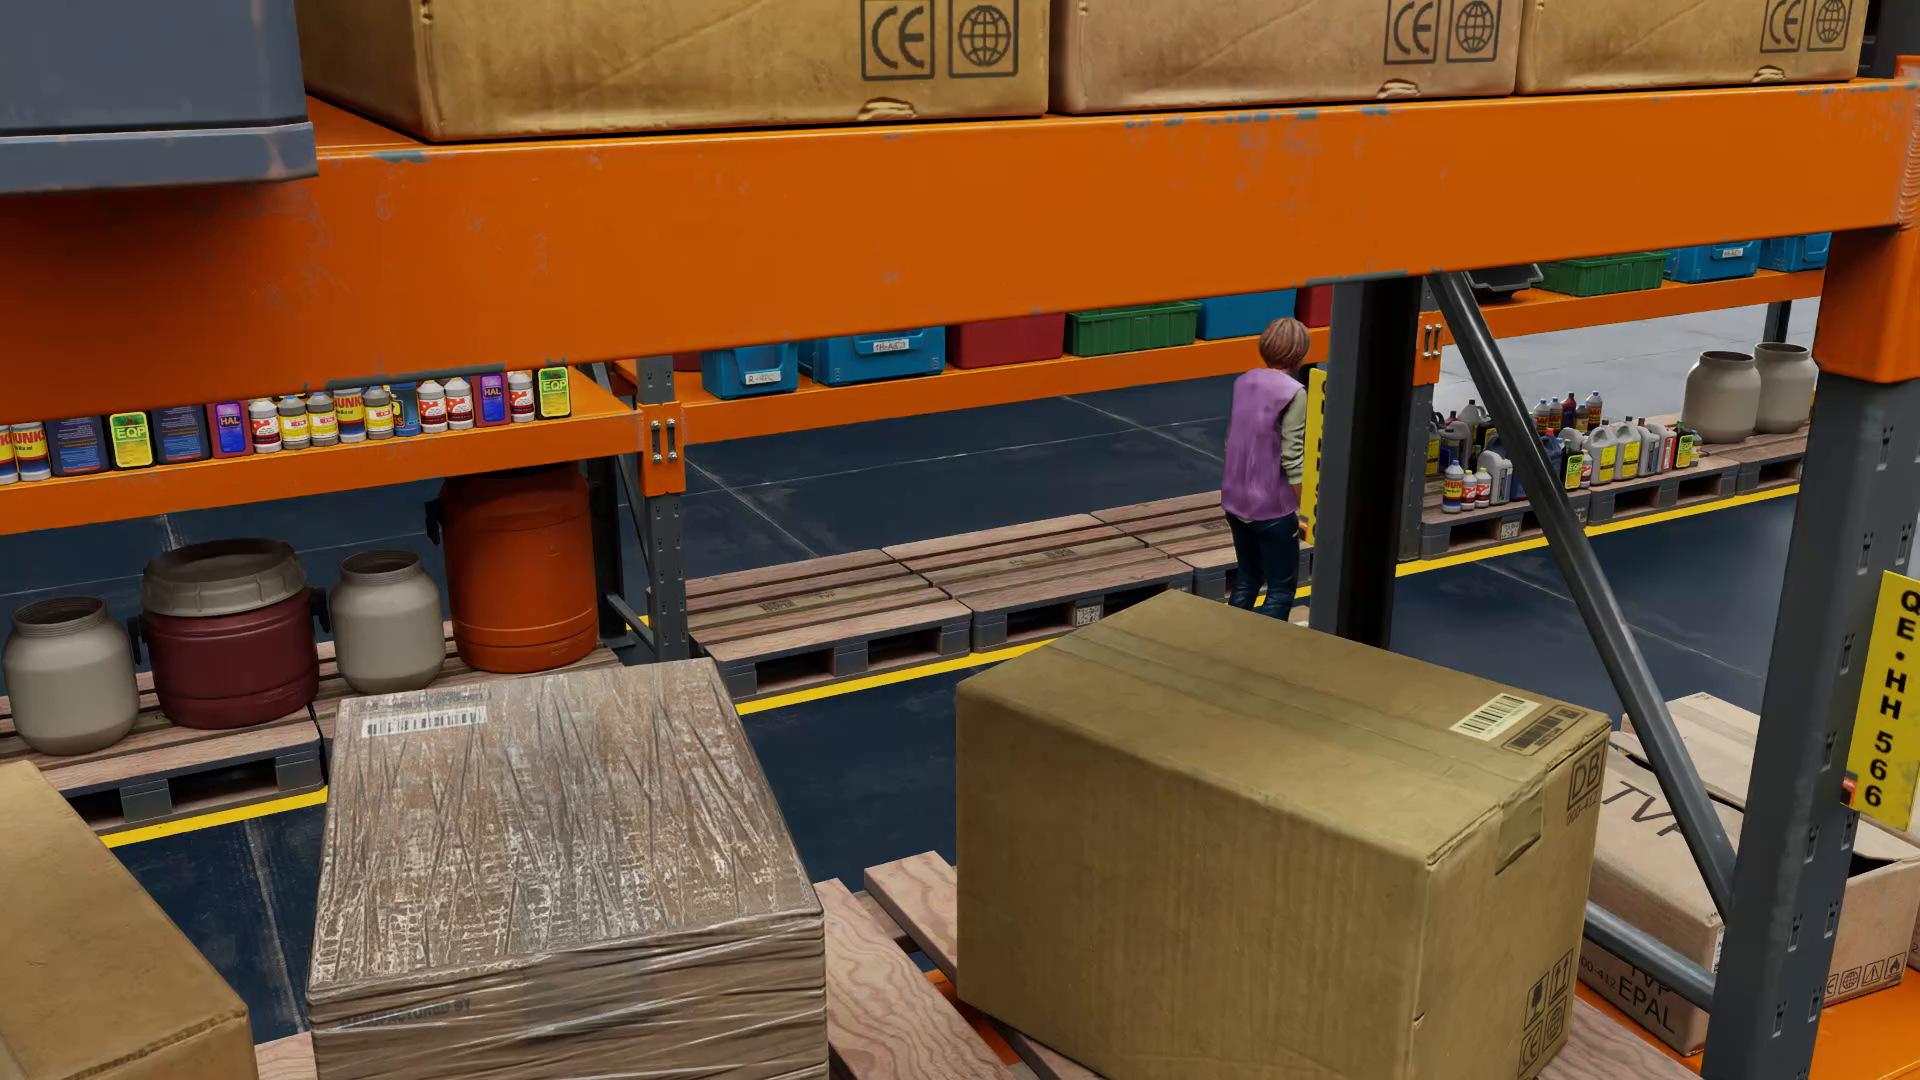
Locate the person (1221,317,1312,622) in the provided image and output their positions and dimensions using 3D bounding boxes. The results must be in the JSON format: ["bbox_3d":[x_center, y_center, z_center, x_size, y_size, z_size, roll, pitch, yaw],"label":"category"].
[{"bbox_3d":[1.285,-0.136,6.979,0.347,1.592,0.477,-10,21,-28],"label":"person"}]
